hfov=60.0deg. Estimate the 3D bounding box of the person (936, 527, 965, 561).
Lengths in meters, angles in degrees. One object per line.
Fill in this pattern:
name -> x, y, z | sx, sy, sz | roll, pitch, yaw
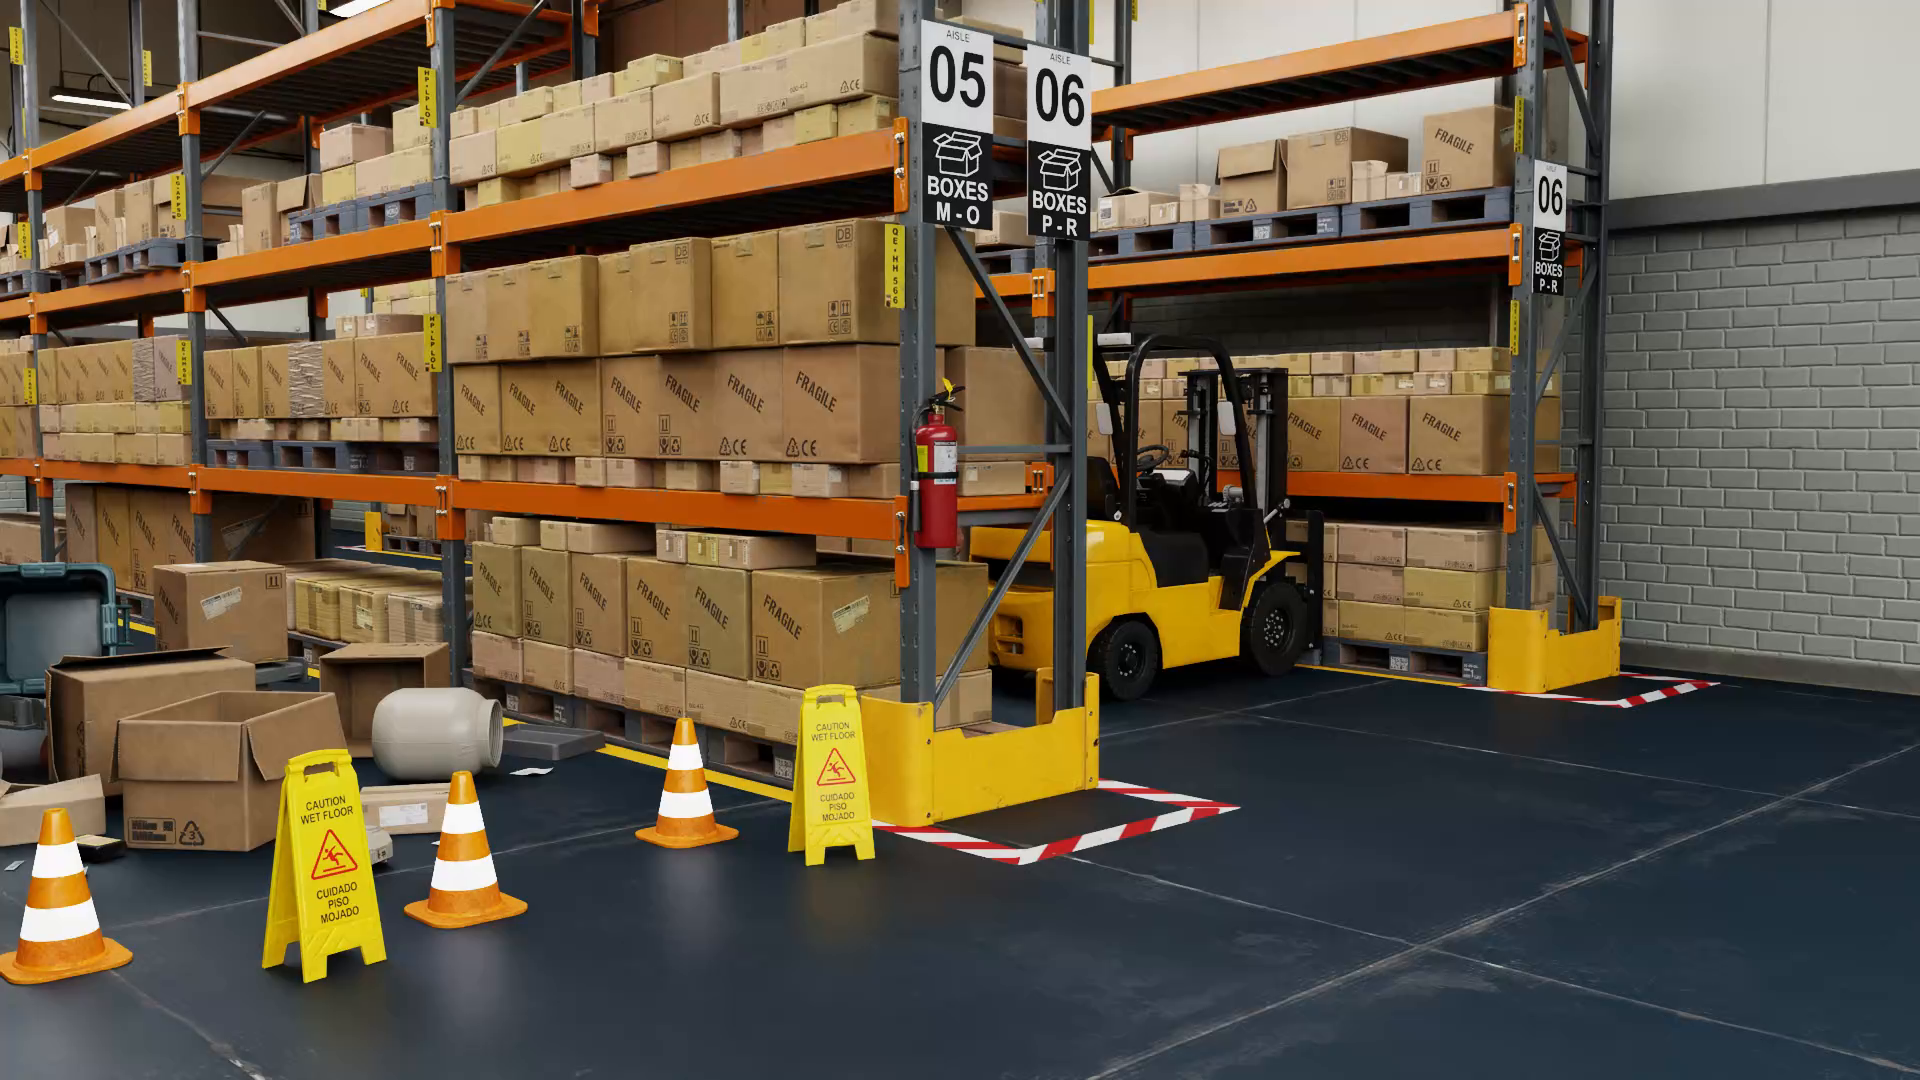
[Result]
person -> -0.228, -0.054, 11.500 | 0.434, 1.749, 0.585 | -4, 5, -44
